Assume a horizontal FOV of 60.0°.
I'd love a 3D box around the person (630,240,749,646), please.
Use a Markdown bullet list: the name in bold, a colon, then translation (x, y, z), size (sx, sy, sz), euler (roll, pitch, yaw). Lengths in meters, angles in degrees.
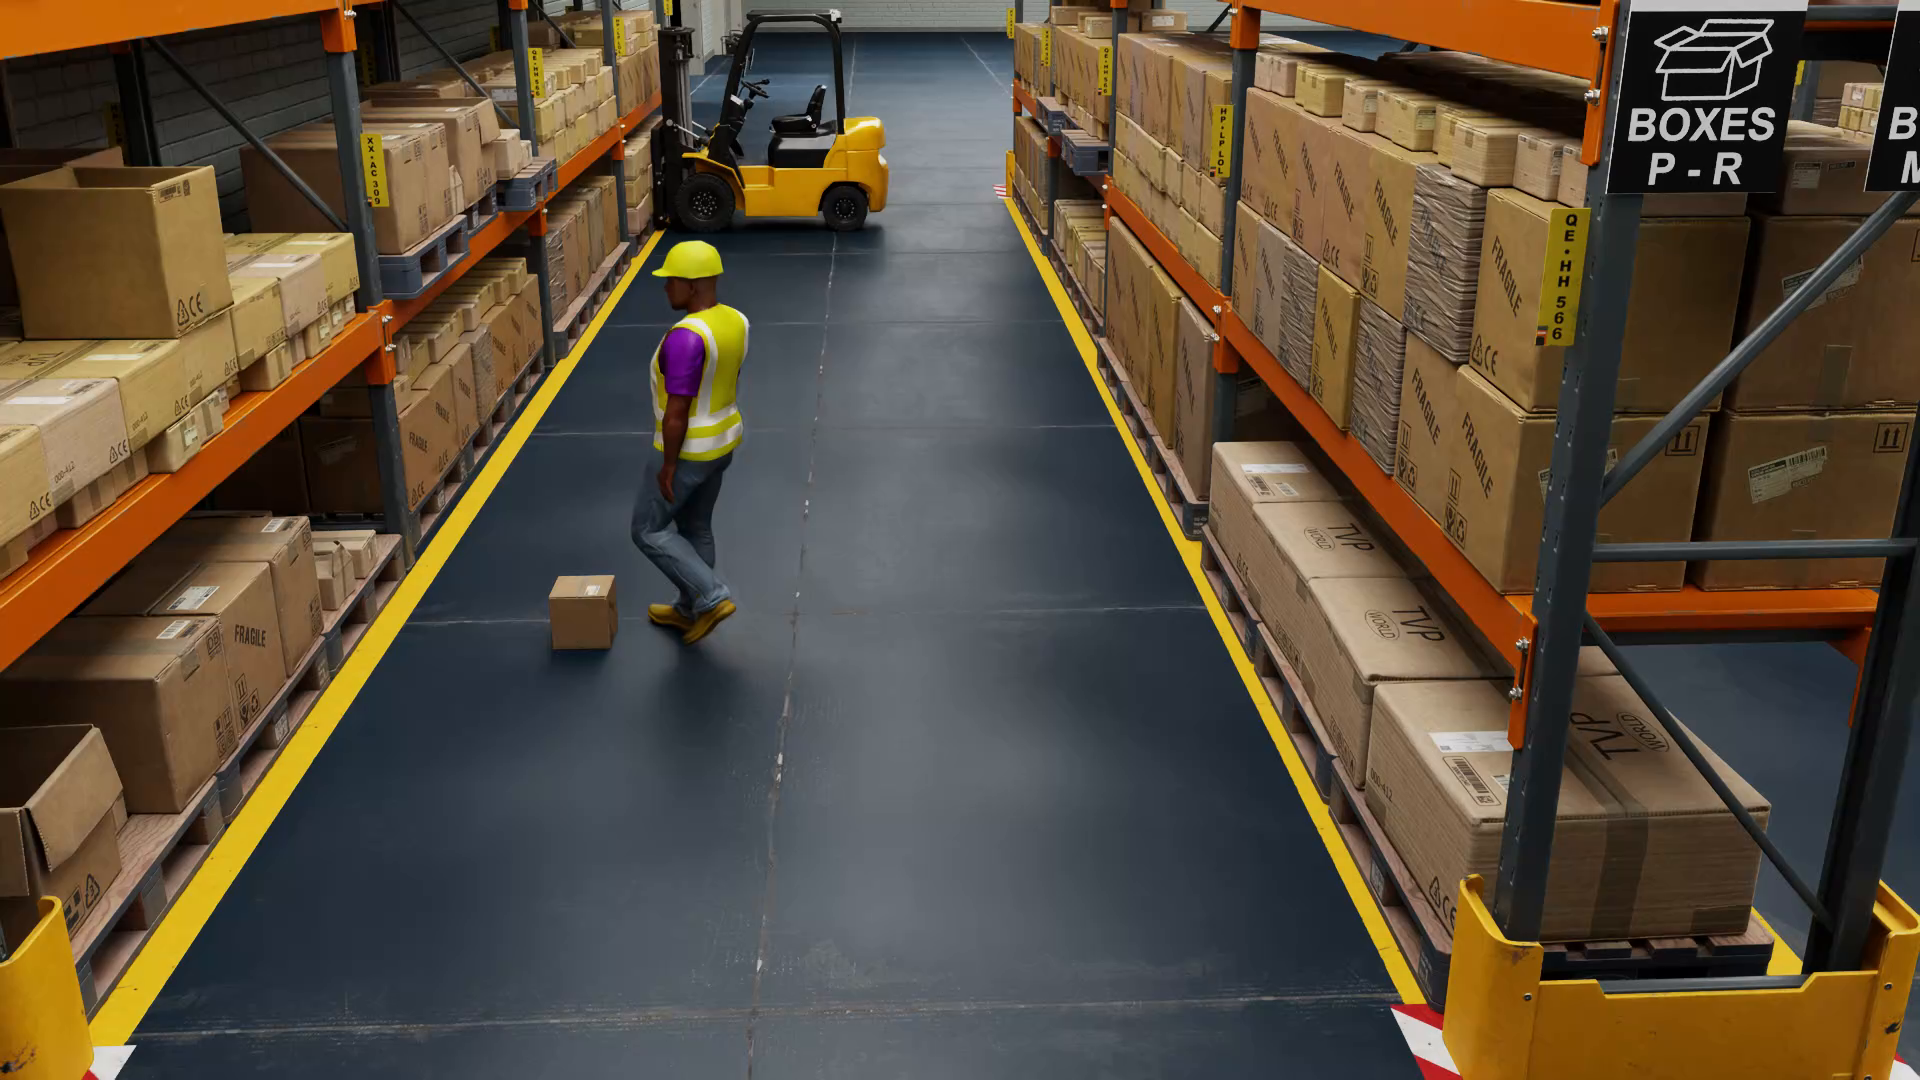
- **person**: translation (-1.189, -0.409, 7.141), size (0.571, 1.762, 0.619), euler (8, 22, 20)
